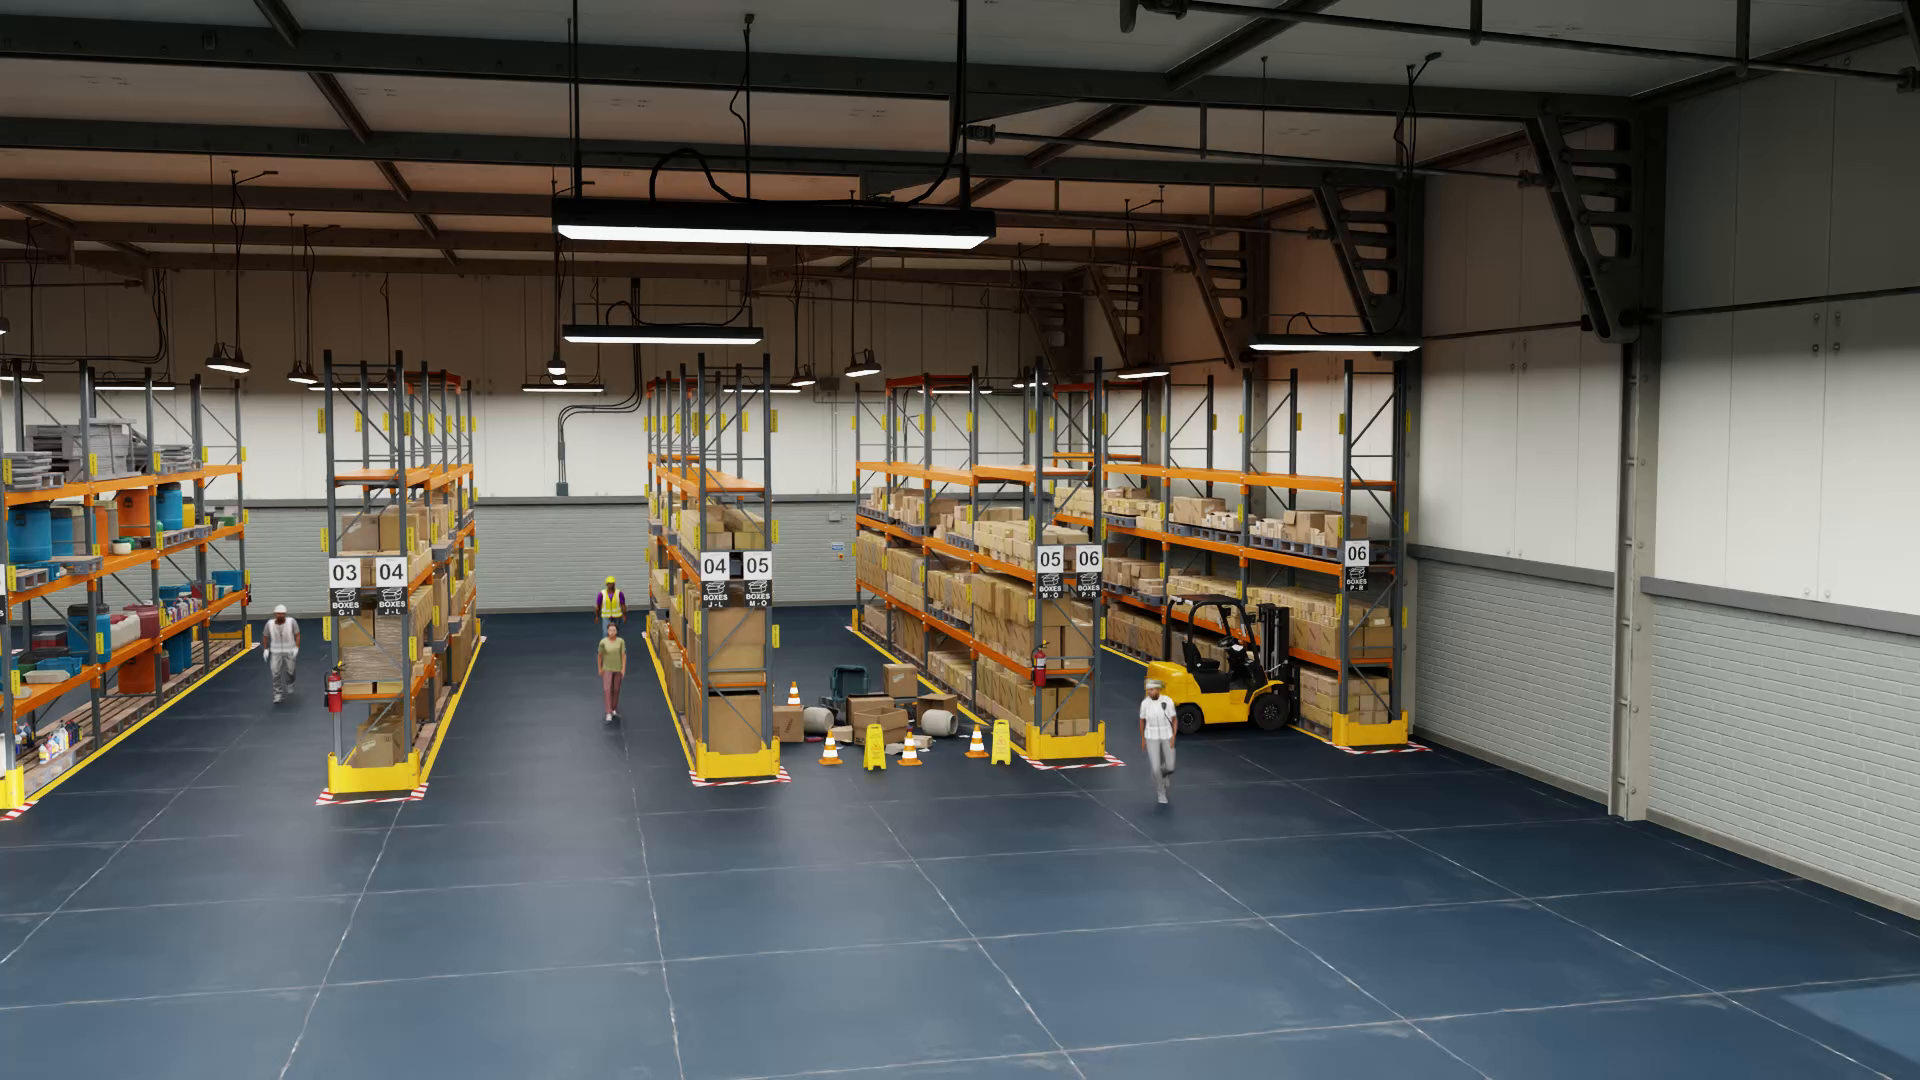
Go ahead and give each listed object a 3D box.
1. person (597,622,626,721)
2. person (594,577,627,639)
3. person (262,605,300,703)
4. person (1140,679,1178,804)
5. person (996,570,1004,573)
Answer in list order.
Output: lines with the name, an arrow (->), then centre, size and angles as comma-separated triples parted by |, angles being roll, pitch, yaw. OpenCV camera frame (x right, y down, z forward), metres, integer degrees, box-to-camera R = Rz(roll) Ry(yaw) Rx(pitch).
person -> -5.864, 2.208, 28.151 | 0.458, 1.623, 0.964 | -2, 4, -25
person -> -7.492, 1.641, 35.636 | 0.683, 1.701, 1.050 | -1, 4, -10
person -> -12.307, 2.032, 30.173 | 0.640, 1.761, 0.702 | -1, 4, -19
person -> 2.646, 2.649, 22.140 | 0.500, 1.648, 0.542 | 0, 4, 6
person -> 0.980, 1.342, 40.747 | 0.598, 1.712, 0.528 | 0, 4, 4
